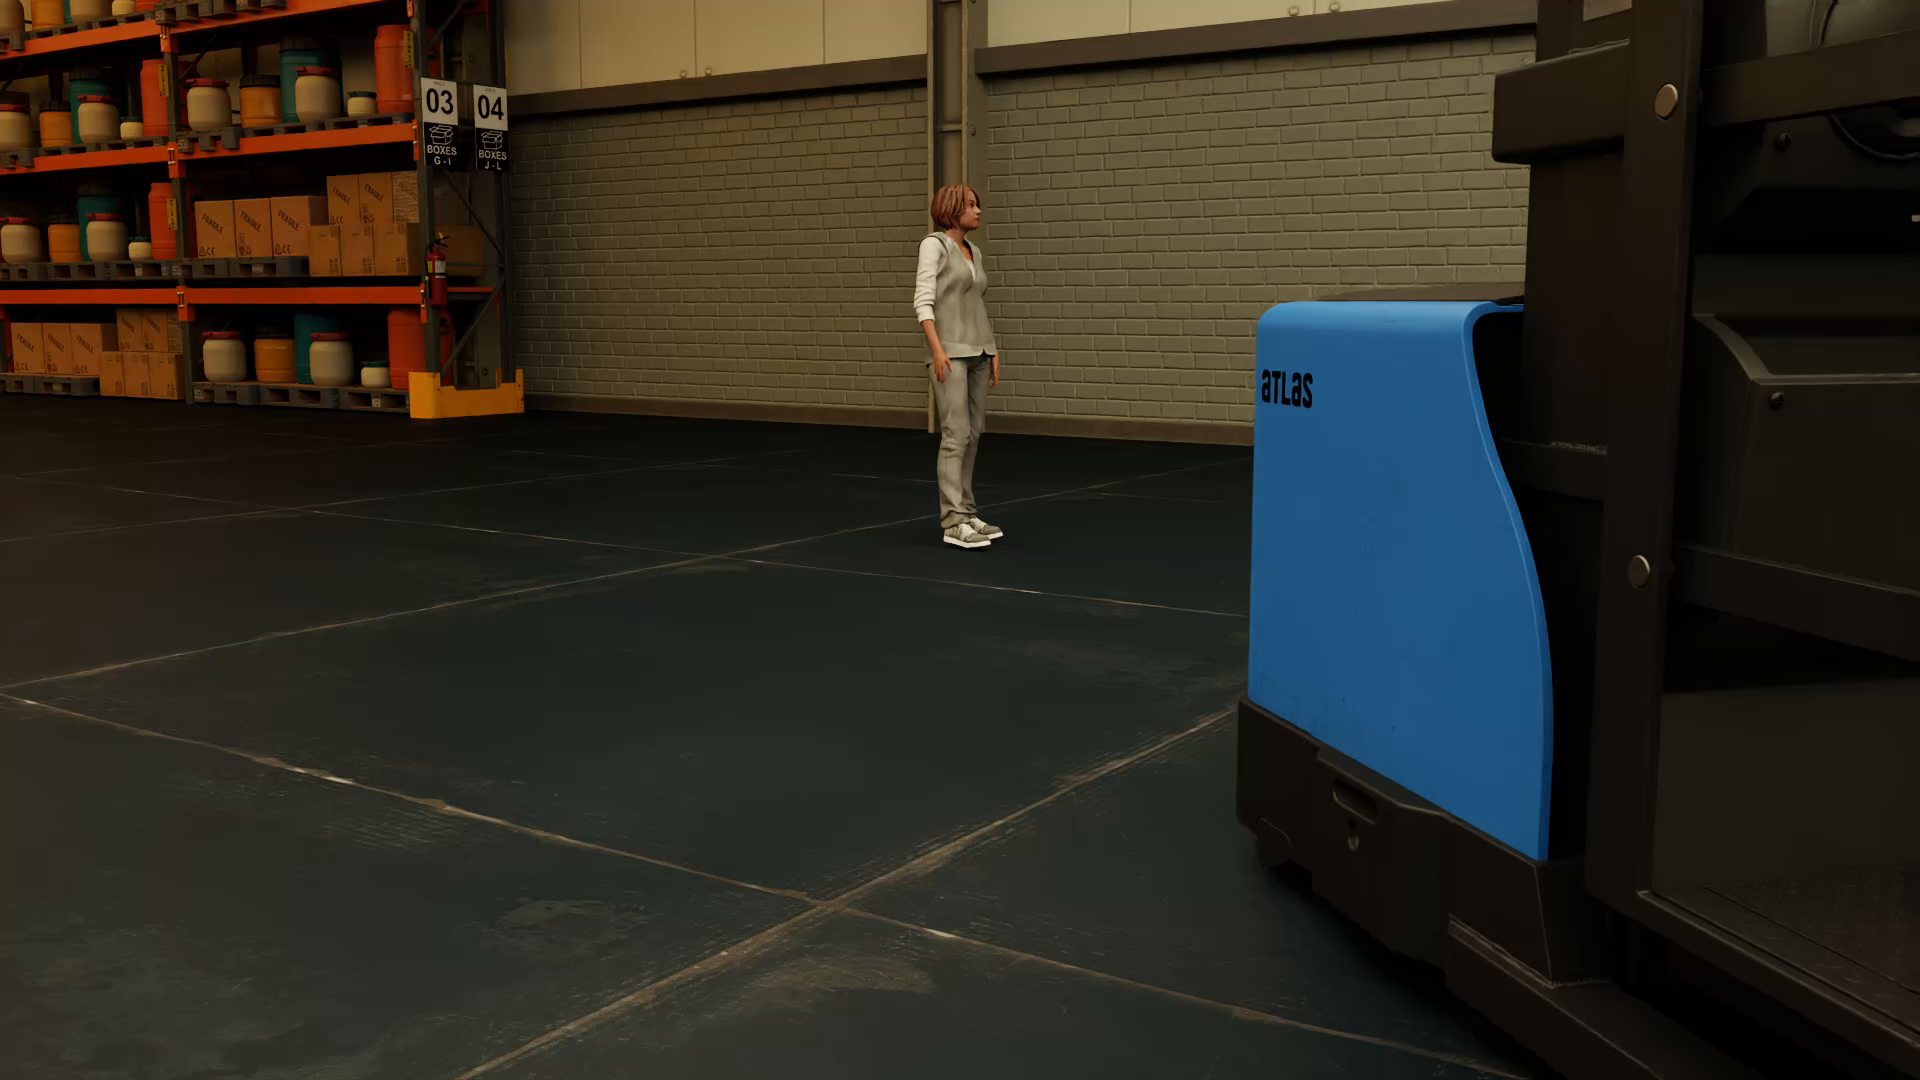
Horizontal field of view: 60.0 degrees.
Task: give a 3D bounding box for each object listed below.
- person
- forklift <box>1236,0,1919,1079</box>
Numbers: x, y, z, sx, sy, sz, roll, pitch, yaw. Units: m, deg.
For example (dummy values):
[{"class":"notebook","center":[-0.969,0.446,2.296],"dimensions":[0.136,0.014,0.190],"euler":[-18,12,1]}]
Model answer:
[{"class":"person","center":[0.053,-0.791,7.438],"dimensions":[0.475,1.597,0.520],"euler":[5,10,34]},{"class":"forklift","center":[1.399,-0.657,1.809],"dimensions":[1.130,2.935,3.031],"euler":[-2,8,-14]}]
